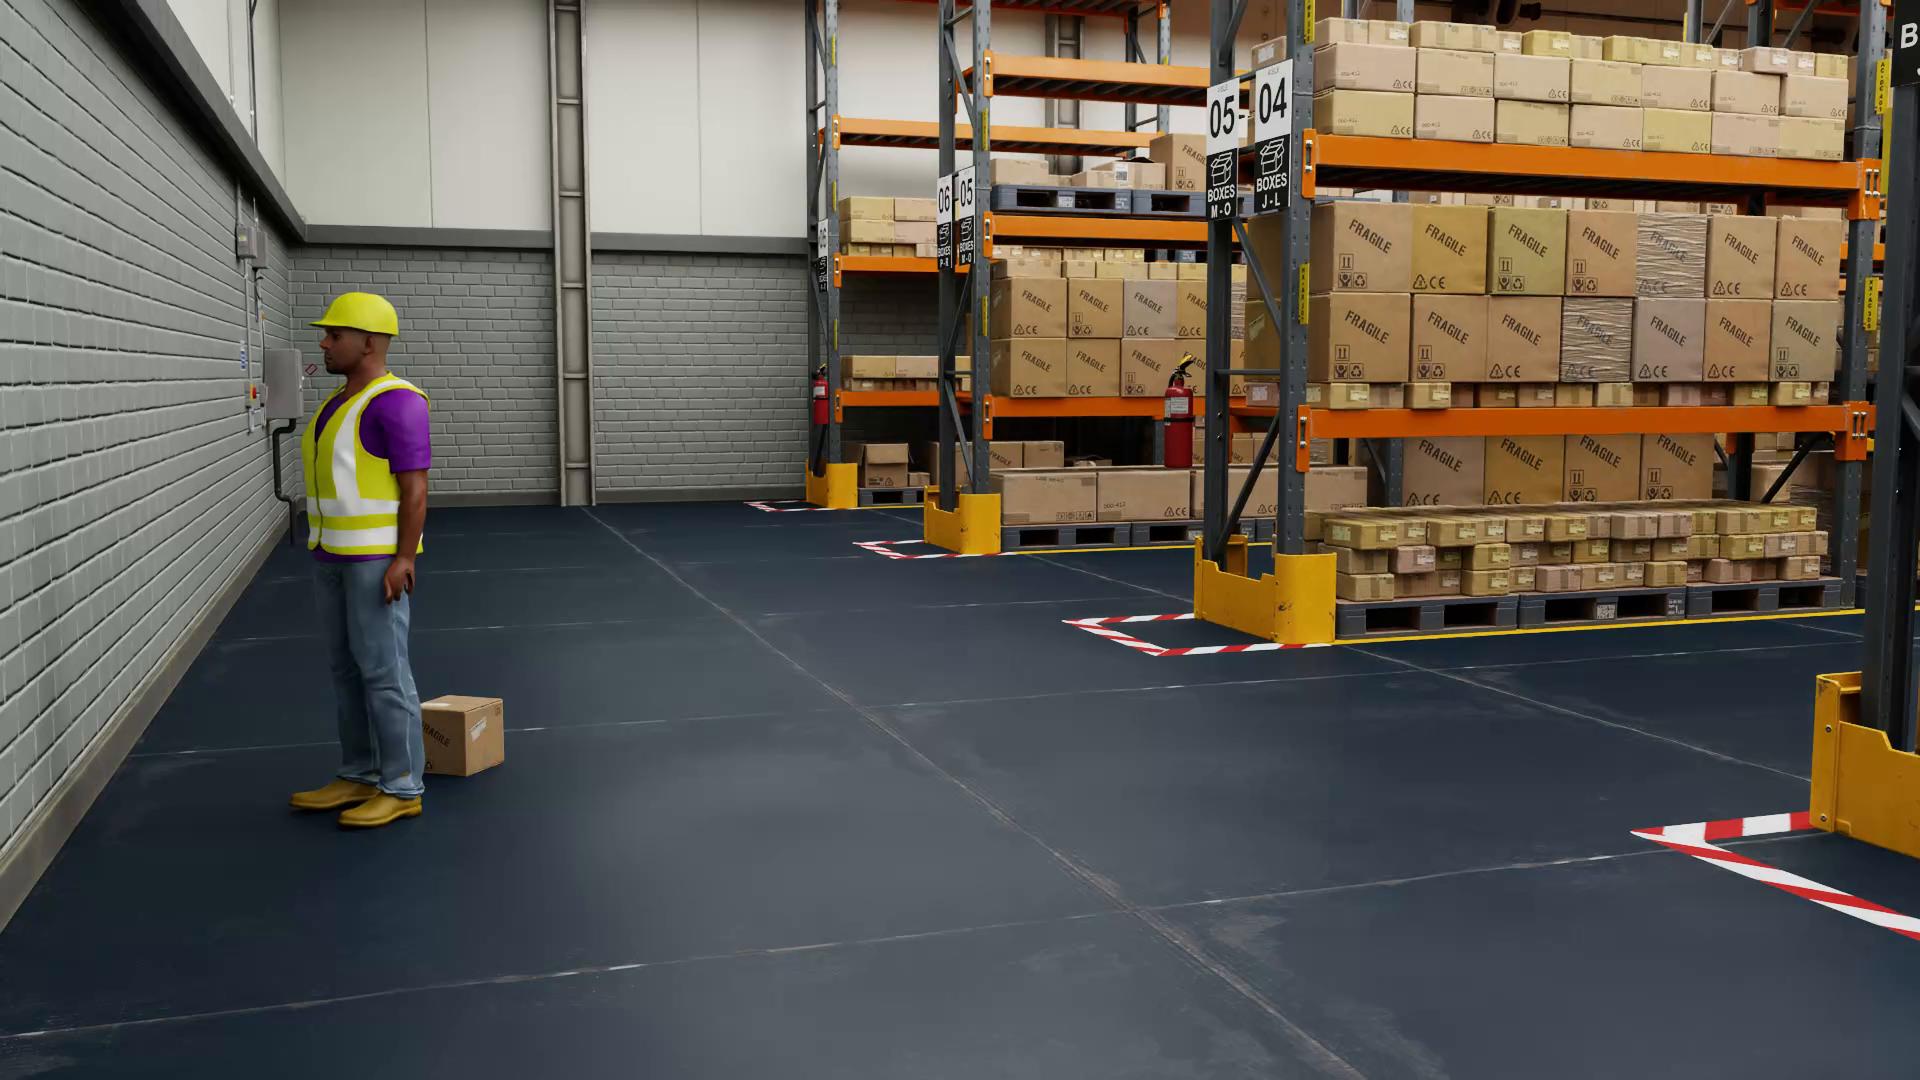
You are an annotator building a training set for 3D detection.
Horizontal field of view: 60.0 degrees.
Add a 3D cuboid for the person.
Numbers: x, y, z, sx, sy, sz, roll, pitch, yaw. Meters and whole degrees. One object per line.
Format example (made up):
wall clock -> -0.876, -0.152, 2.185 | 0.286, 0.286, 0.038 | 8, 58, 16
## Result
person -> -2.027, 0.058, 5.612 | 0.564, 1.772, 0.377 | 6, 8, 44
